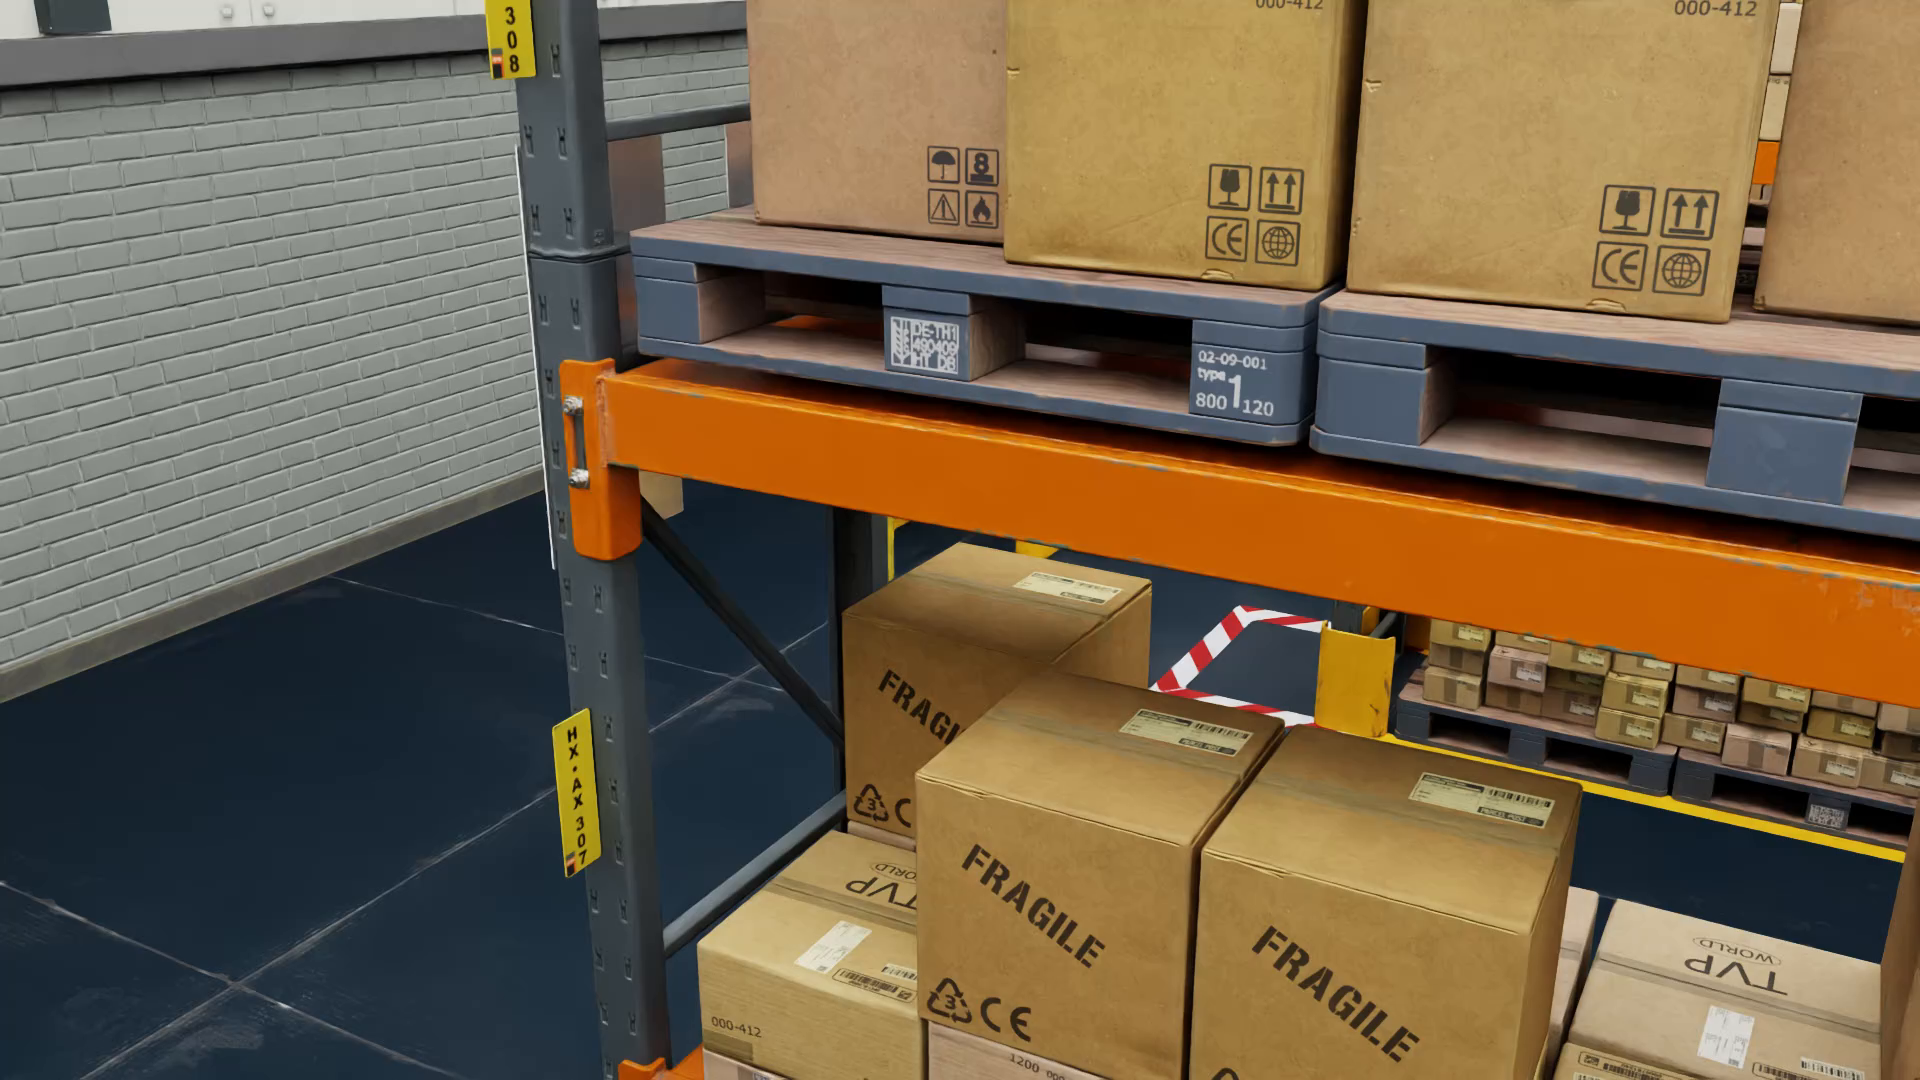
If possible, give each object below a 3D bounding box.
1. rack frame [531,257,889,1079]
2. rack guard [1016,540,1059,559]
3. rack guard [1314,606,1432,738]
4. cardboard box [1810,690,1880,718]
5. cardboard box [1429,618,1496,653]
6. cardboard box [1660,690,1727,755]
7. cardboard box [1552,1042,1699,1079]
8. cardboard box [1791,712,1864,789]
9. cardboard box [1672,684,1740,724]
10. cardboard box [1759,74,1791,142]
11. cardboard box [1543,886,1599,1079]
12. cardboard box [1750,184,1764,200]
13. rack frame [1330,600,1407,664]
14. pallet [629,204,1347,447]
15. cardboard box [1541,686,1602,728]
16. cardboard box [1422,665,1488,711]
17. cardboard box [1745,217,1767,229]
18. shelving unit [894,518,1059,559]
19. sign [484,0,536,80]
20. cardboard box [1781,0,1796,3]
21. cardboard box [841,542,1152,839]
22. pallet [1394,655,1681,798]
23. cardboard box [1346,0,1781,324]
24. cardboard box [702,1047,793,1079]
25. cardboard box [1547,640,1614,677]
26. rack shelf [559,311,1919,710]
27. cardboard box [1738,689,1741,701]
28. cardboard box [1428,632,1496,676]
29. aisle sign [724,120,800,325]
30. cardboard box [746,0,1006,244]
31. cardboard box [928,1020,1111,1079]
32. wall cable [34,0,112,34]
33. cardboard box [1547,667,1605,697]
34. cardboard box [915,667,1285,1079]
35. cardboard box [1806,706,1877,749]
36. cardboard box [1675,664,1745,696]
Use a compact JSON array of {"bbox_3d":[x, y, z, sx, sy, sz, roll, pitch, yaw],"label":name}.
[{"bbox_3d":[-0.466,0.772,3.839,0.127,3.000,1.000,11,23,27],"label":"rack frame"},{"bbox_3d":[0.501,-0.022,10.059,0.087,0.250,0.587,11,23,27],"label":"rack guard"},{"bbox_3d":[2.107,0.500,8.254,0.348,0.500,1.175,11,23,27],"label":"rack guard"},{"bbox_3d":[3.757,0.590,7.033,0.250,0.149,0.380,11,23,27],"label":"cardboard box"},{"bbox_3d":[2.333,0.363,7.657,0.250,0.149,0.380,10,22,25],"label":"cardboard box"},{"bbox_3d":[3.270,0.785,7.368,0.250,0.149,0.380,11,23,27],"label":"cardboard box"},{"bbox_3d":[1.173,1.117,2.671,0.500,0.250,0.500,10,22,26],"label":"cardboard box"},{"bbox_3d":[3.699,0.890,7.076,0.250,0.149,0.380,11,23,27],"label":"cardboard box"},{"bbox_3d":[3.290,0.646,7.314,0.250,0.149,0.380,10,22,25],"label":"cardboard box"},{"bbox_3d":[3.222,-1.706,6.491,0.500,0.250,0.500,10,22,26],"label":"cardboard box"},{"bbox_3d":[0.973,0.873,3.343,0.500,0.250,0.500,10,22,25],"label":"cardboard box"},{"bbox_3d":[5.101,-2.447,11.099,0.500,0.500,0.500,10,22,26],"label":"cardboard box"},{"bbox_3d":[2.041,-0.688,7.863,0.127,3.000,1.000,11,23,27],"label":"rack frame"},{"bbox_3d":[0.186,-0.476,3.011,1.213,0.211,1.003,11,23,27],"label":"pallet"},{"bbox_3d":[2.831,0.696,7.614,0.250,0.149,0.380,11,23,28],"label":"cardboard box"},{"bbox_3d":[2.342,0.637,7.775,0.250,0.149,0.380,11,23,28],"label":"cardboard box"},{"bbox_3d":[3.190,-1.016,6.718,0.500,0.500,0.500,10,22,26],"label":"cardboard box"},{"bbox_3d":[0.067,-0.692,10.074,1.083,1.500,0.587,11,23,27],"label":"shelving unit"},{"bbox_3d":[-0.742,-0.922,2.712,0.005,0.325,0.100,11,23,27],"label":"sign"},{"bbox_3d":[3.116,-2.162,6.429,0.250,0.149,0.380,12,23,29],"label":"cardboard box"},{"bbox_3d":[0.087,0.353,3.678,0.500,0.500,0.500,11,23,28],"label":"cardboard box"},{"bbox_3d":[2.799,0.781,7.902,1.213,0.211,1.003,11,23,27],"label":"pallet"},{"bbox_3d":[0.921,-0.658,2.473,0.500,0.500,0.700,9,22,24],"label":"cardboard box"},{"bbox_3d":[-0.317,1.047,3.448,0.250,0.149,0.380,11,23,28],"label":"cardboard box"},{"bbox_3d":[2.789,0.453,7.409,0.250,0.149,0.380,11,23,27],"label":"cardboard box"},{"bbox_3d":[1.280,0.032,2.533,4.000,0.370,1.077,11,23,27],"label":"rack shelf"},{"bbox_3d":[3.540,0.623,7.813,0.250,0.149,0.380,10,22,25],"label":"cardboard box"},{"bbox_3d":[2.373,0.478,7.776,0.250,0.149,0.380,12,23,30],"label":"cardboard box"},{"bbox_3d":[-0.383,-0.552,3.675,0.004,0.787,0.394,11,23,27],"label":"aisle sign"},{"bbox_3d":[0.014,-0.859,3.027,0.500,0.500,0.700,9,22,24],"label":"cardboard box"},{"bbox_3d":[0.278,0.947,3.139,0.500,0.250,0.500,10,22,27],"label":"cardboard box"},{"bbox_3d":[-3.722,-5.527,7.688,0.120,5.999,2.277,11,23,27],"label":"wall cable"},{"bbox_3d":[2.841,0.555,7.564,0.250,0.149,0.380,11,23,28],"label":"cardboard box"},{"bbox_3d":[0.258,0.593,3.015,0.500,0.500,0.500,10,22,26],"label":"cardboard box"},{"bbox_3d":[3.779,0.727,7.092,0.250,0.149,0.380,12,23,30],"label":"cardboard box"},{"bbox_3d":[3.284,0.519,7.228,0.250,0.149,0.380,12,23,29],"label":"cardboard box"}]
